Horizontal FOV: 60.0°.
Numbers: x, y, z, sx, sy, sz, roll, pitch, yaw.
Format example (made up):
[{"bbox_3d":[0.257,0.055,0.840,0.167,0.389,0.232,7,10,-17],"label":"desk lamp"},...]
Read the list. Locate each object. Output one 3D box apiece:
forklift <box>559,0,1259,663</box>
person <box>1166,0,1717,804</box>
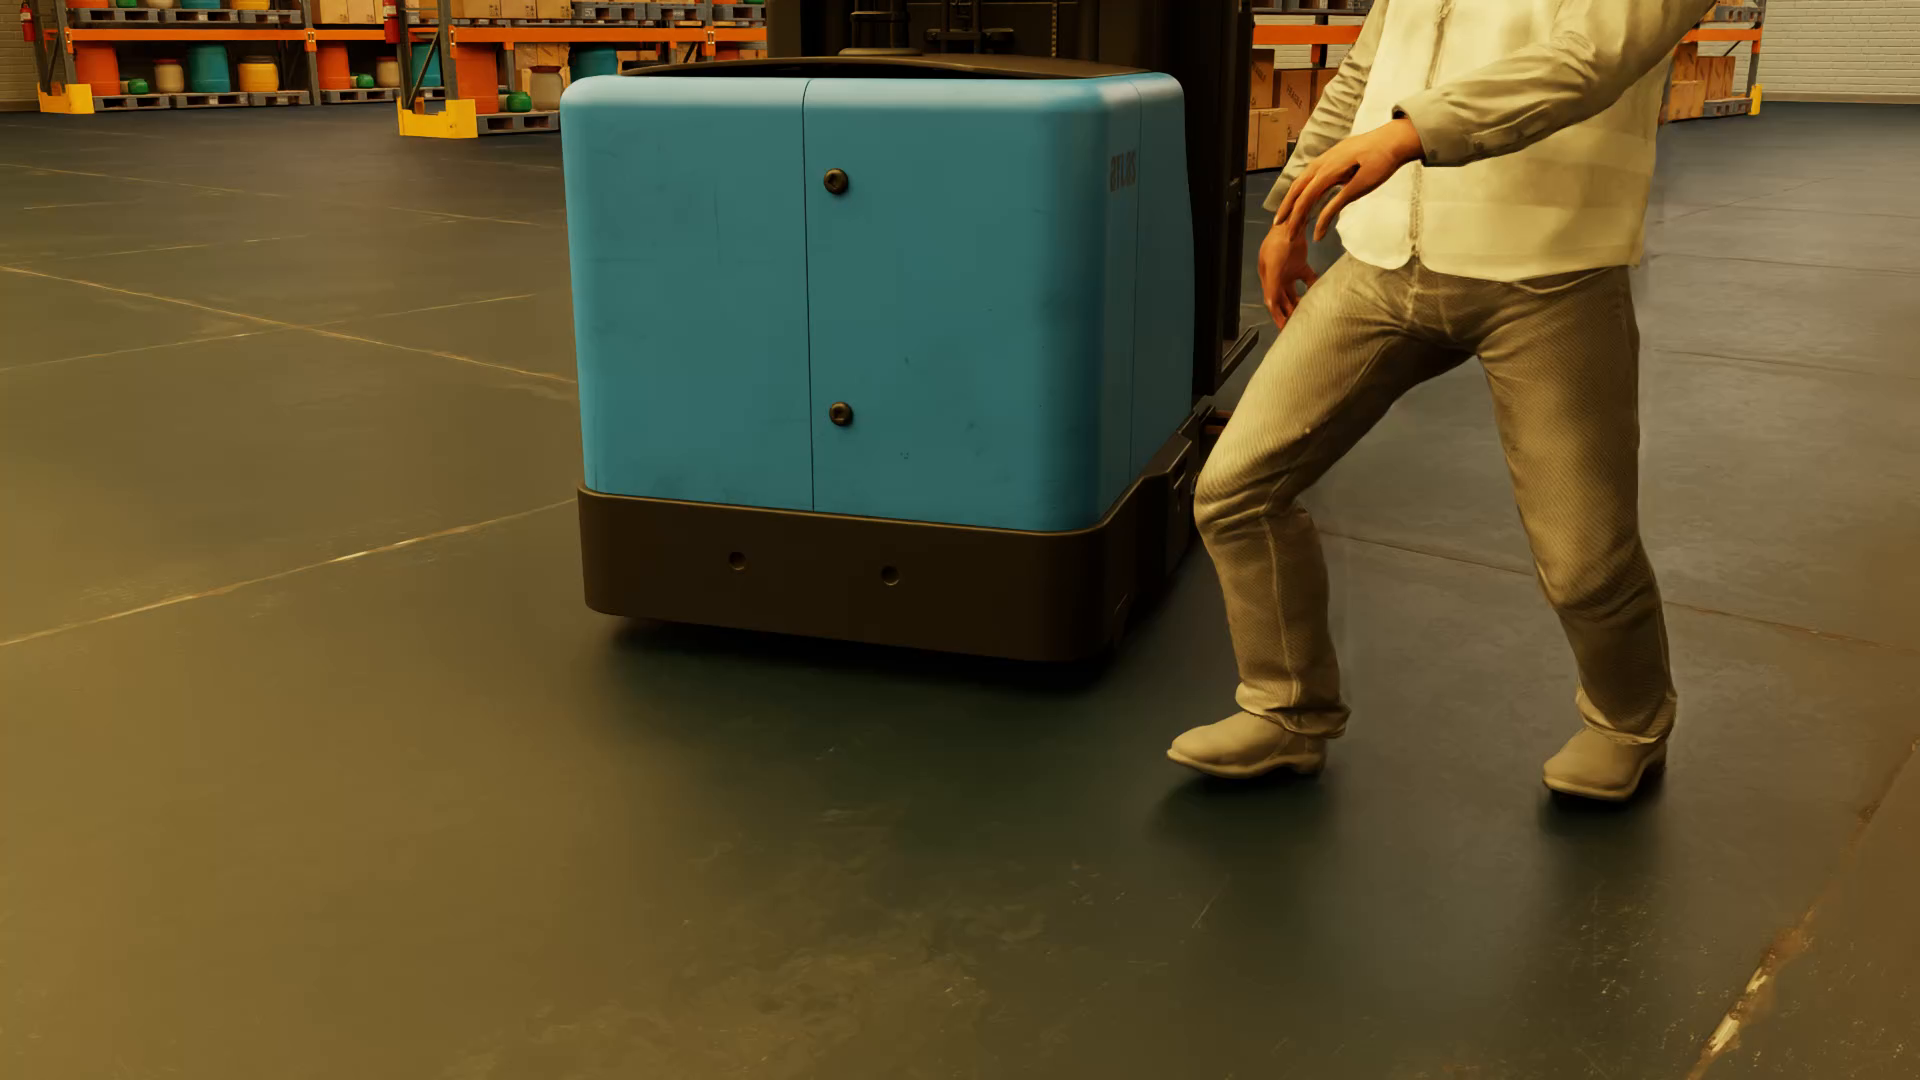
[{"bbox_3d":[0.182,-1.571,4.072,1.130,2.935,3.031,5,18,17],"label":"forklift"},{"bbox_3d":[0.688,-0.418,2.444,0.788,1.686,0.703,-15,22,-40],"label":"person"}]
